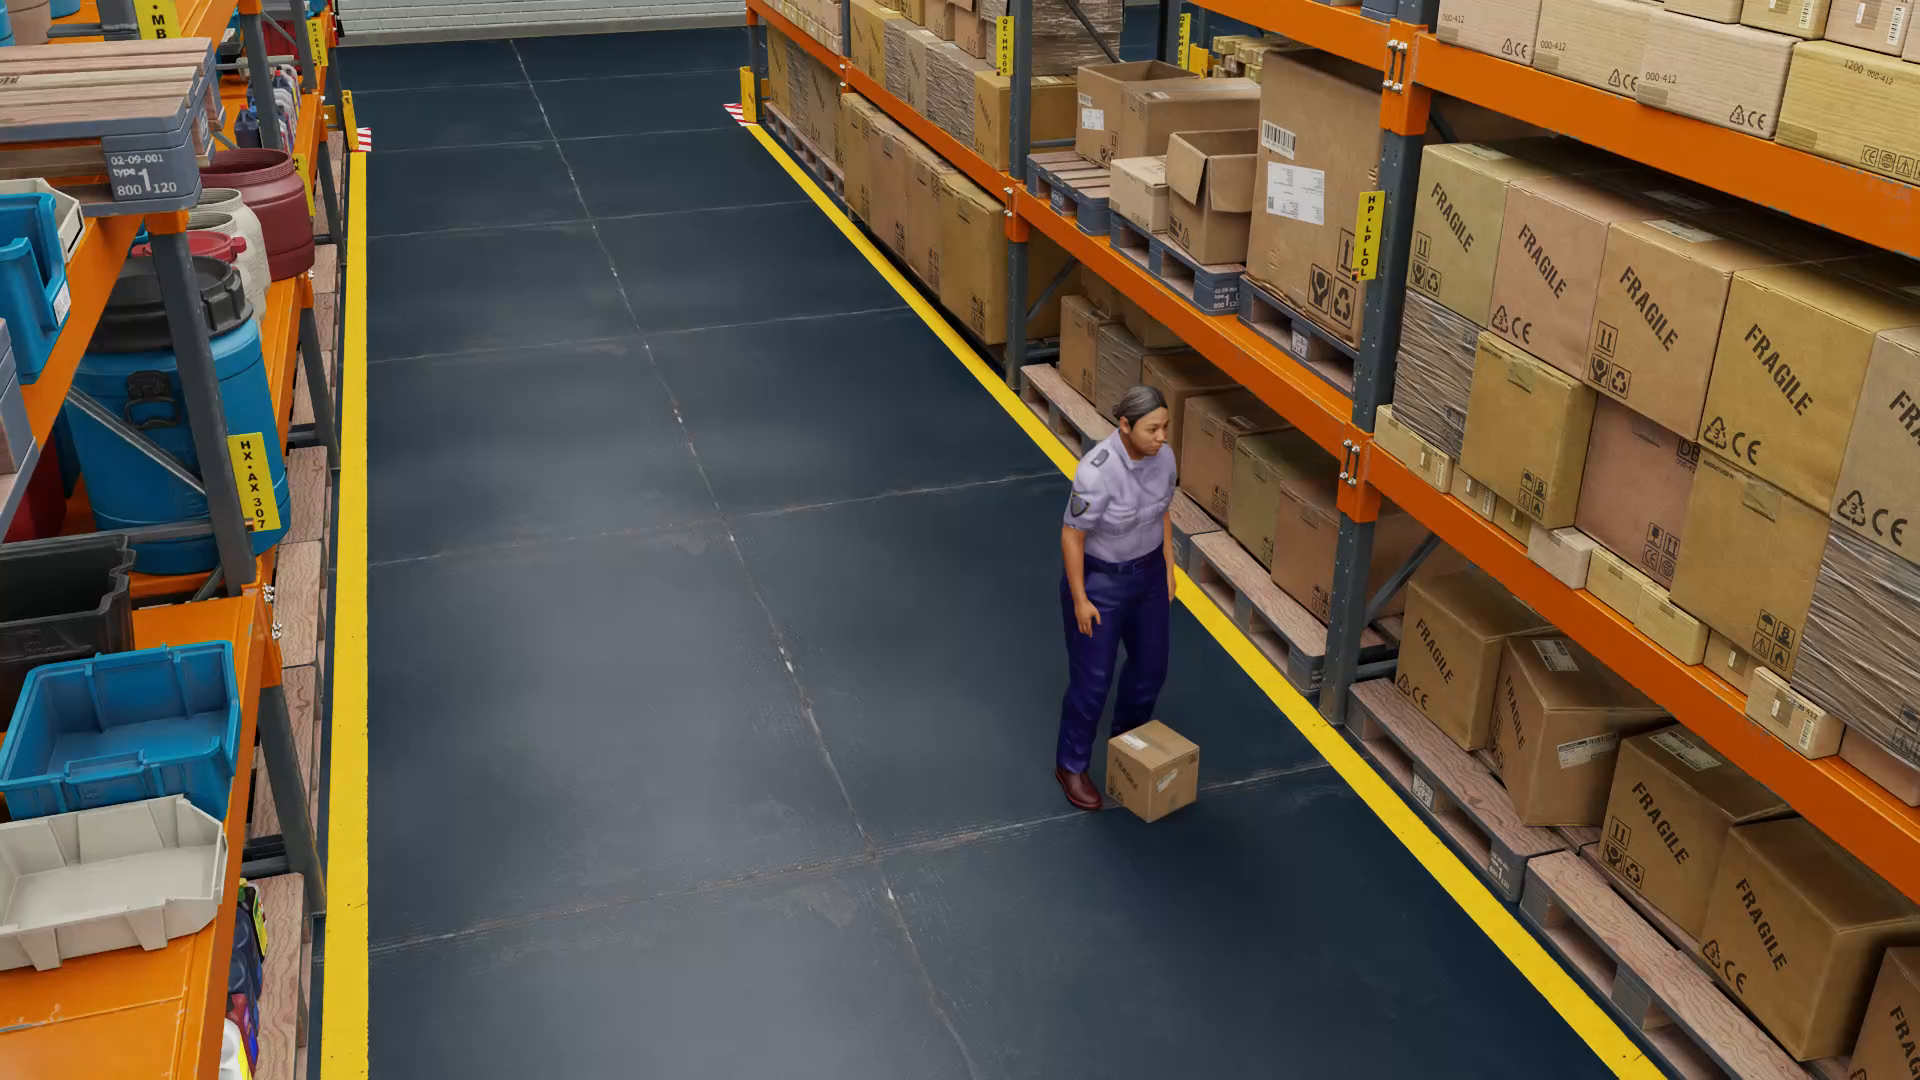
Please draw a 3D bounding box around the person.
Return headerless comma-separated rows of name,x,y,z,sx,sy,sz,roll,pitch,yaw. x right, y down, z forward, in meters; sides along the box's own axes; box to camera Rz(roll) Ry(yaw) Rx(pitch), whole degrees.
person,0.596,0.180,6.262,0.539,1.652,0.372,-18,32,-32
